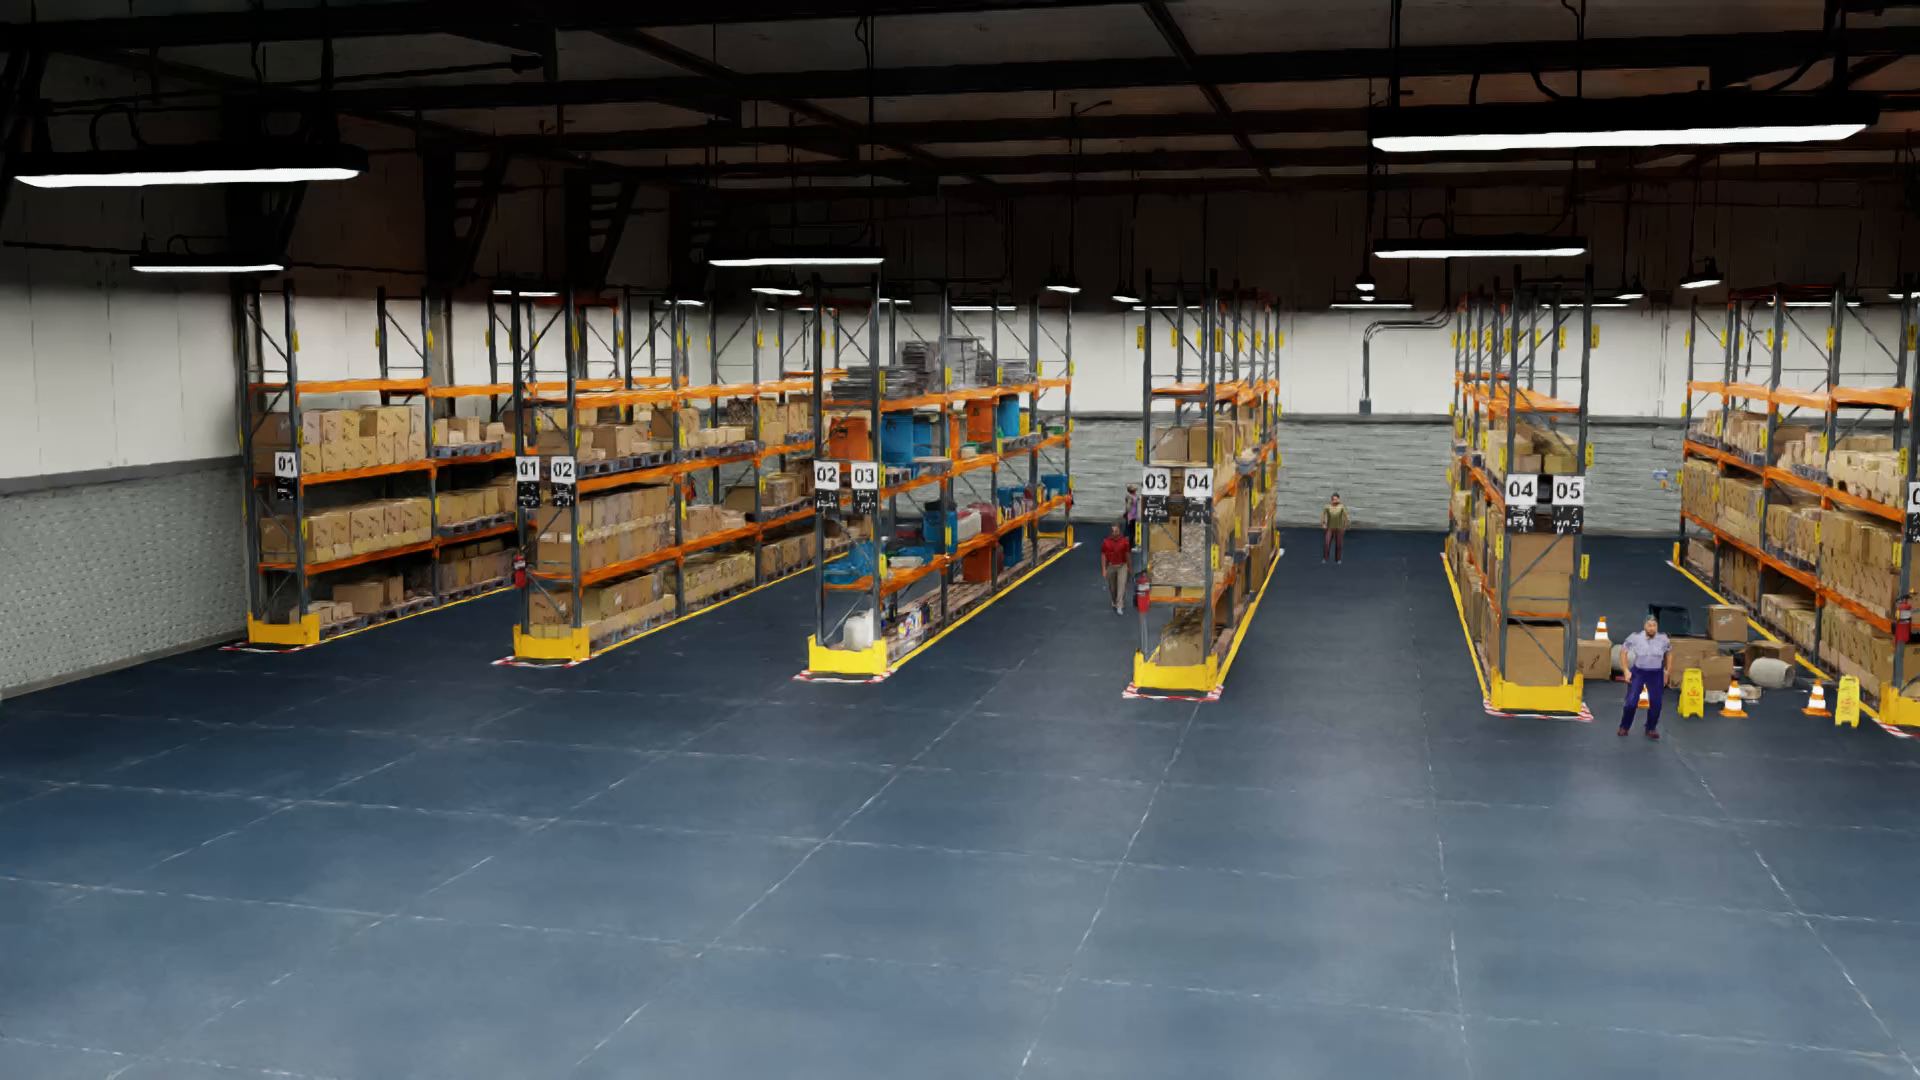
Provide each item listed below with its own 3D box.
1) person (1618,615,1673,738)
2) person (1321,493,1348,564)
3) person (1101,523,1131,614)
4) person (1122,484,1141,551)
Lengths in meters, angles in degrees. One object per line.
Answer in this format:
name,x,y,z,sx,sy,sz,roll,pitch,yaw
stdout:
person,8.652,1.711,20.986,0.625,1.596,0.510,1,7,11
person,8.401,-0.265,37.323,0.598,1.619,0.507,1,7,12
person,2.857,0.506,30.597,0.542,1.645,1.126,2,7,16
person,4.053,-0.528,39.506,0.442,1.596,0.516,2,7,19
